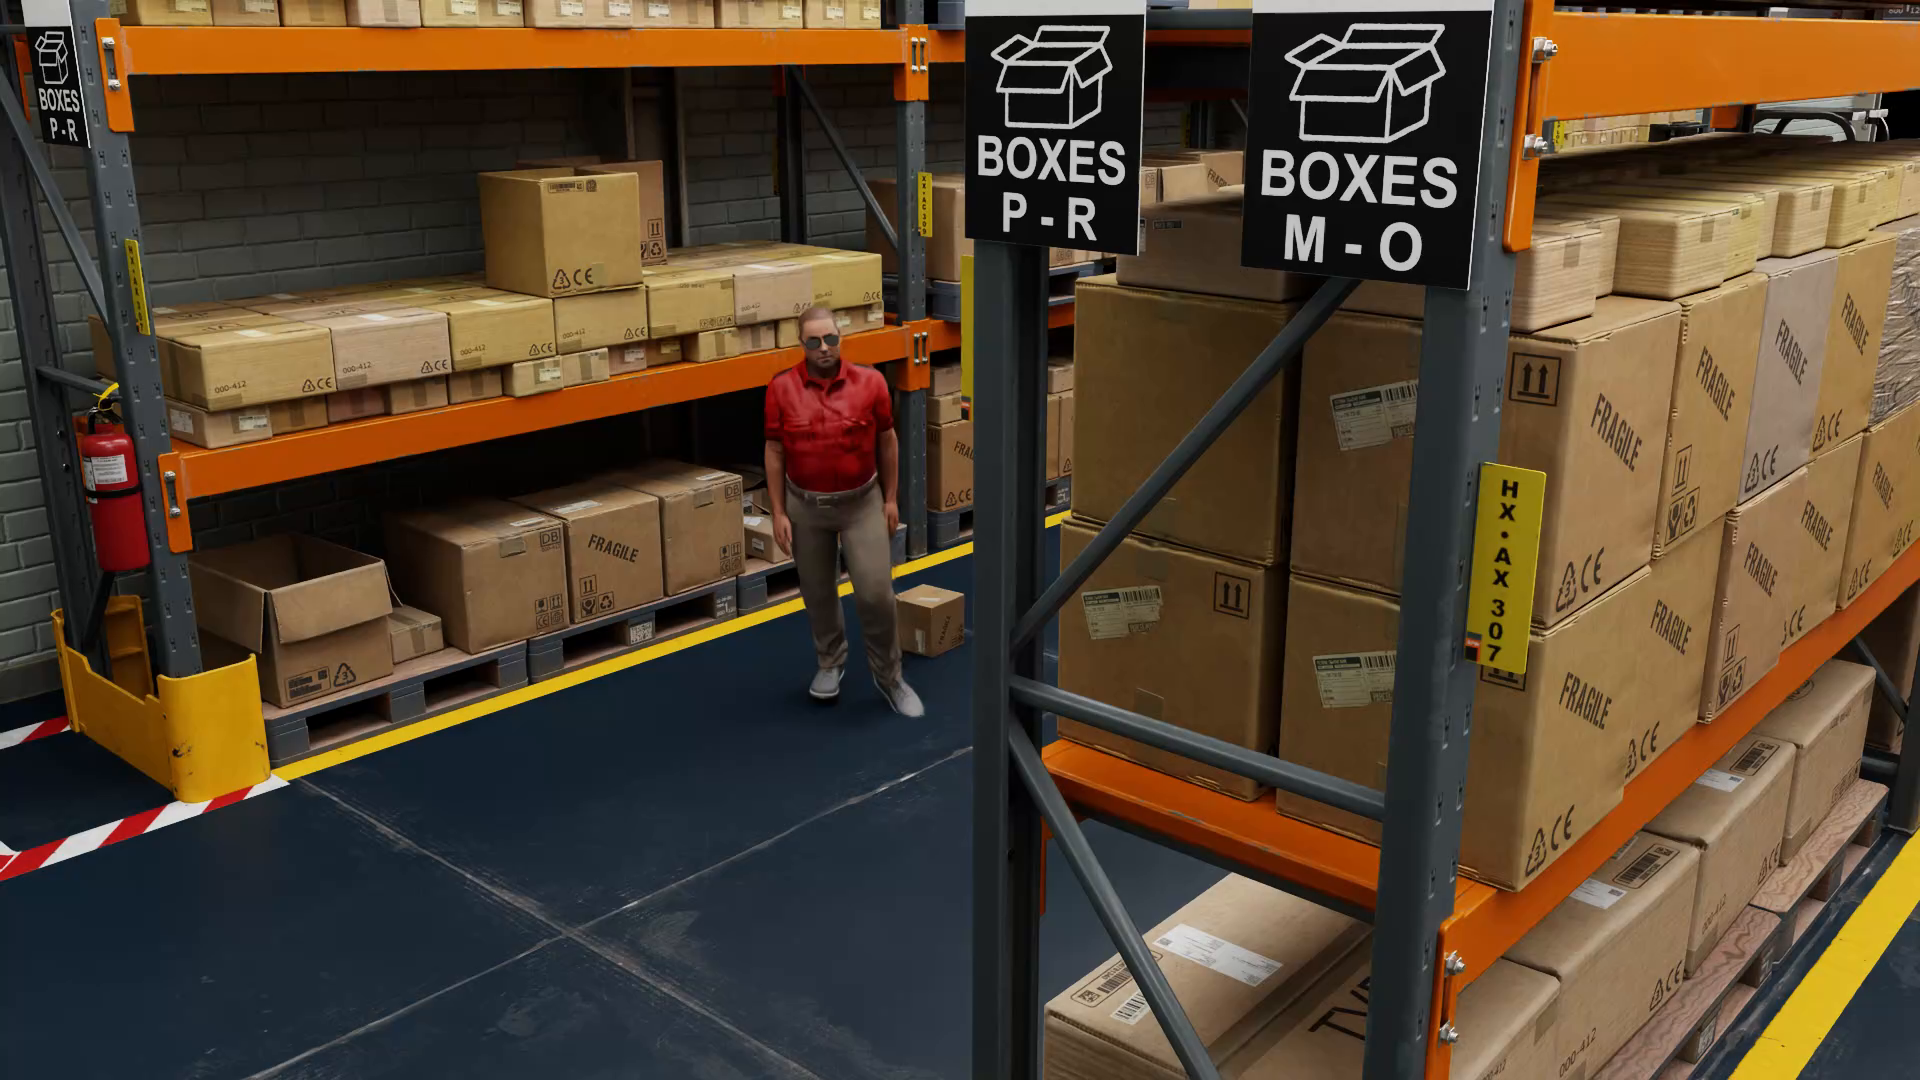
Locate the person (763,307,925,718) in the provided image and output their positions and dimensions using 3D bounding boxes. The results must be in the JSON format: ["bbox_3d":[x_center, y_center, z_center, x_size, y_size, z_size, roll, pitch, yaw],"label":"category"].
[{"bbox_3d":[-0.473,-0.111,6.978,0.664,1.769,0.491,0,17,2],"label":"person"}]
